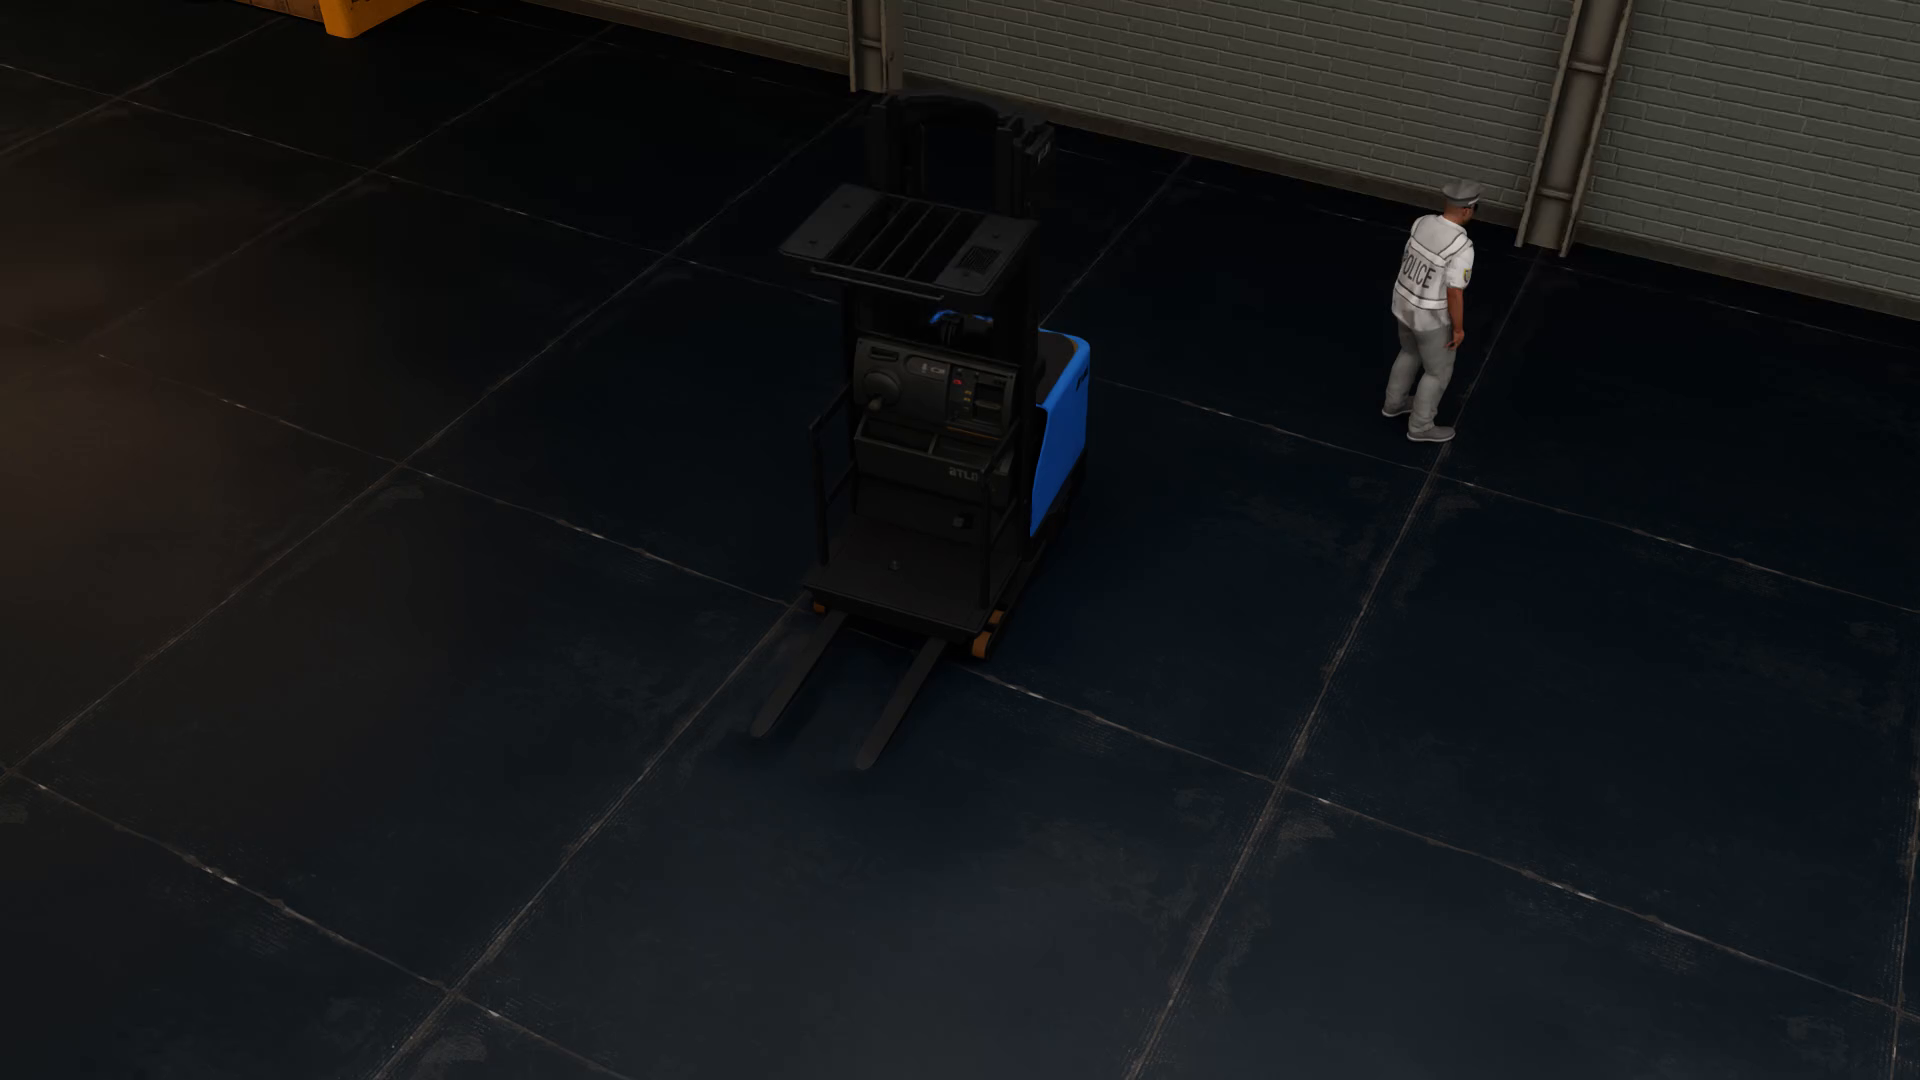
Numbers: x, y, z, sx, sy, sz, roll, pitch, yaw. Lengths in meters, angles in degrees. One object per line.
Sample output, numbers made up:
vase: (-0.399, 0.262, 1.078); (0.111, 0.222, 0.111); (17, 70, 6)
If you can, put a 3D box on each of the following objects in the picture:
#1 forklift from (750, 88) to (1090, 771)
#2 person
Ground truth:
forklift: (-0.222, -0.753, 8.881); (1.130, 2.935, 3.031); (15, 42, 17)
person: (3.004, -1.460, 10.638); (0.442, 1.746, 0.592); (-15, 43, -18)
